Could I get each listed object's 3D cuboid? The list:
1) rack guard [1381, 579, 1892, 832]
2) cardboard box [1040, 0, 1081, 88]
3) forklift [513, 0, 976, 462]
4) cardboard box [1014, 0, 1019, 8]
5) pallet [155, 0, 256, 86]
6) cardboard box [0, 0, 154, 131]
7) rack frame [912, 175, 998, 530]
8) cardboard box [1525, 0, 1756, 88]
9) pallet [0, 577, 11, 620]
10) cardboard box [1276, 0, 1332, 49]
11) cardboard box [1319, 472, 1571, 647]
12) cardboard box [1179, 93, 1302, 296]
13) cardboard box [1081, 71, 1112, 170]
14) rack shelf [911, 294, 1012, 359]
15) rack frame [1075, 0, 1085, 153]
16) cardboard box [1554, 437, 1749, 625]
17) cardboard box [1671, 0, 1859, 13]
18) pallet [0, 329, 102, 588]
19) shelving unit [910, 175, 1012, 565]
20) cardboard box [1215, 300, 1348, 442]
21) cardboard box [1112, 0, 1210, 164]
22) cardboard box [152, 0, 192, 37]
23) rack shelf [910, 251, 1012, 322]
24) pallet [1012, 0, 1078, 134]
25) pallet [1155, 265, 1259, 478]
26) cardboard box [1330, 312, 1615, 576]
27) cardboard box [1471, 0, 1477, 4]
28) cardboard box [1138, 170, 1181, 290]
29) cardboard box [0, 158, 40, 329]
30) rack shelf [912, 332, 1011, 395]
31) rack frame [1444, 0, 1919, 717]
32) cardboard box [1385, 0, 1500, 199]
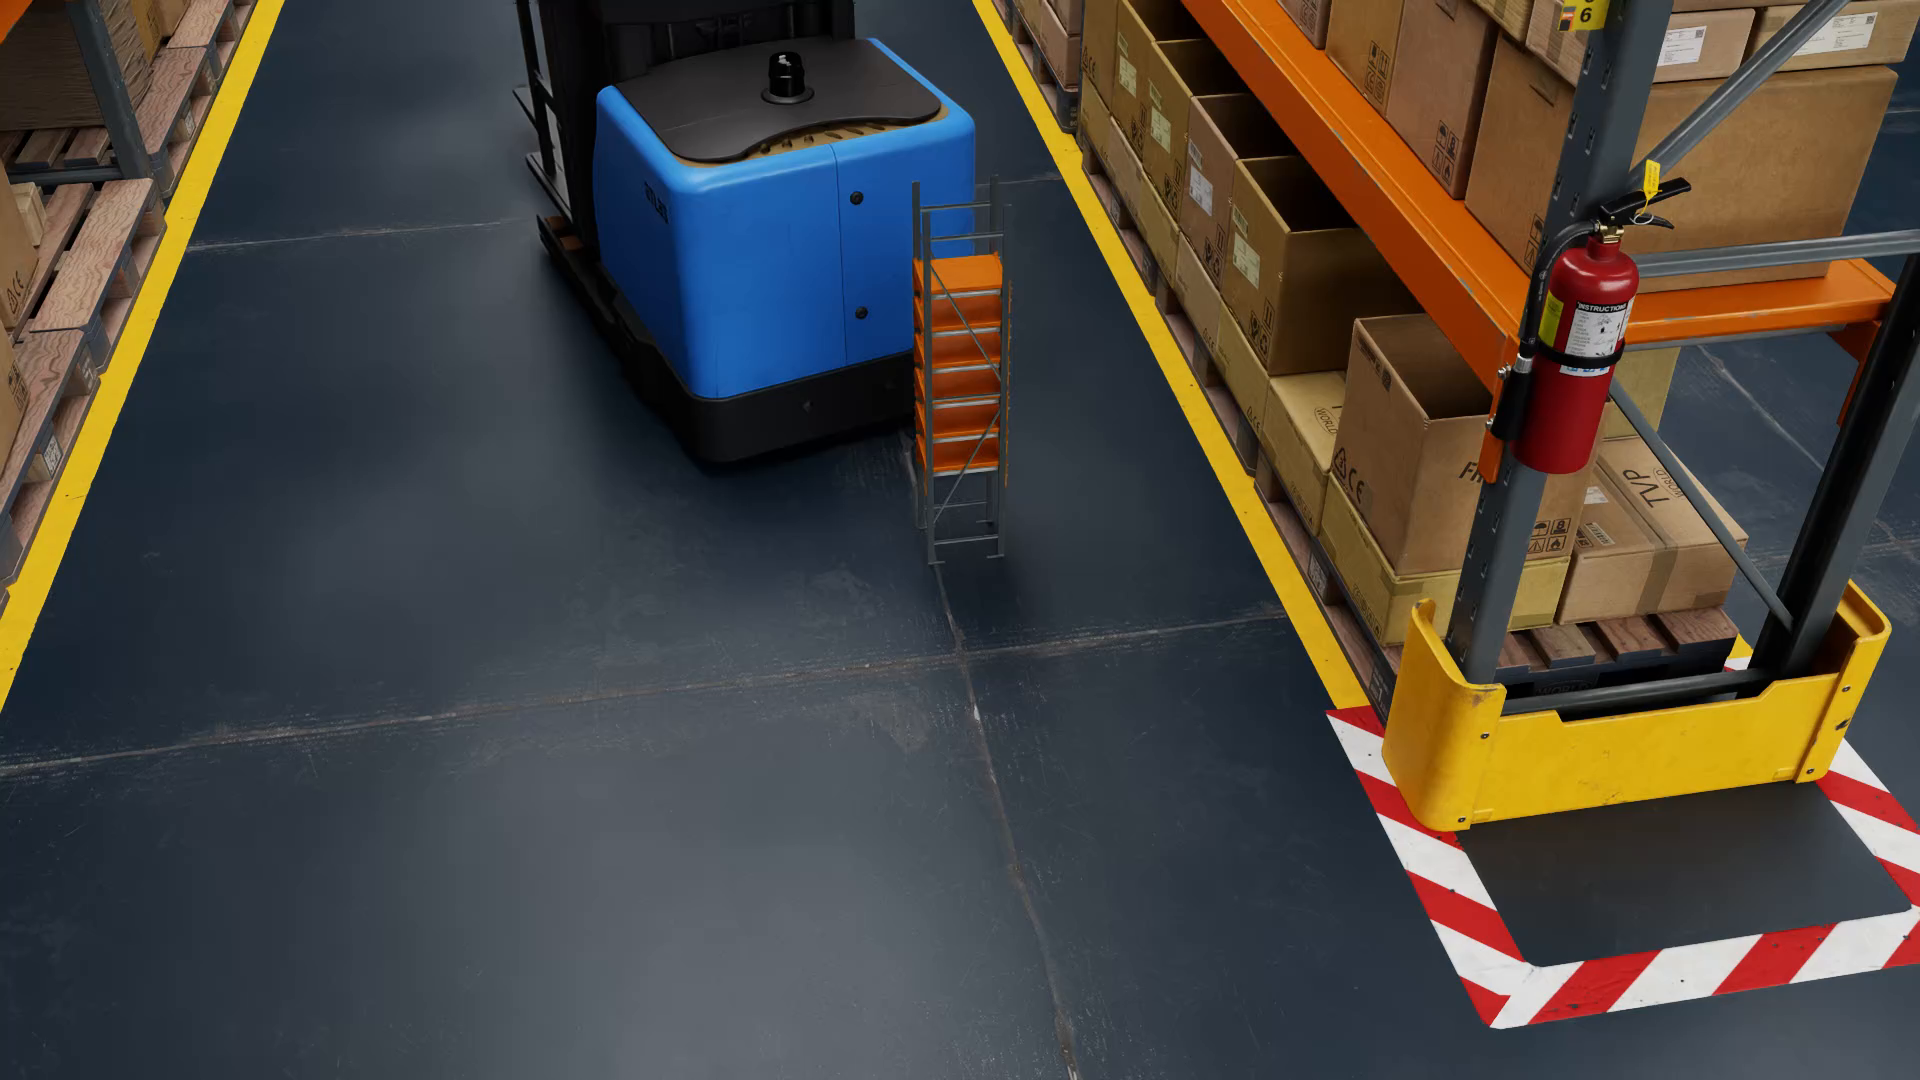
[{"bbox_3d":[1.736,0.394,4.336,1.175,0.500,0.348,-6,38,-8],"label":"rack guard"},{"bbox_3d":[0.673,-2.323,7.694,0.500,0.250,0.500,-7,38,-8],"label":"cardboard box"},{"bbox_3d":[-1.046,-2.307,5.830,1.130,2.935,3.031,-17,41,-21],"label":"forklift"},{"bbox_3d":[0.496,-2.938,8.486,0.500,0.250,0.500,-5,38,-7],"label":"cardboard box"},{"bbox_3d":[-4.201,-2.596,8.420,1.003,0.211,1.213,-6,38,-8],"label":"pallet"},{"bbox_3d":[-3.991,-2.118,7.211,0.700,0.500,0.500,-5,38,-6],"label":"cardboard box"},{"bbox_3d":[-0.014,-0.520,4.942,0.240,1.200,0.006,-6,38,-8],"label":"rack frame"},{"bbox_3d":[1.477,-1.114,3.629,0.380,0.149,0.250,-7,38,-9],"label":"cardboard box"},{"bbox_3d":[-3.265,0.488,4.450,1.003,0.211,1.213,-6,38,-8],"label":"pallet"},{"bbox_3d":[1.389,-1.866,5.125,0.700,0.500,0.500,-5,38,-7],"label":"cardboard box"},{"bbox_3d":[1.347,0.020,4.678,0.500,0.250,0.500,-6,38,-8],"label":"cardboard box"},{"bbox_3d":[1.069,-1.181,5.612,0.500,0.500,0.500,-6,38,-8],"label":"cardboard box"},{"bbox_3d":[0.814,-1.791,7.010,0.500,0.250,0.500,-6,38,-8],"label":"cardboard box"},{"bbox_3d":[0.003,-0.620,4.751,0.258,0.103,0.180,-6,38,-8],"label":"rack shelf"},{"bbox_3d":[1.031,-3.024,6.697,1.000,3.000,0.127,-6,38,-8],"label":"rack frame"},{"bbox_3d":[1.857,-0.036,4.750,0.500,0.250,0.500,-6,38,-8],"label":"cardboard box"},{"bbox_3d":[1.653,-1.475,3.565,0.700,0.500,0.500,-6,38,-8],"label":"cardboard box"},{"bbox_3d":[-3.476,-0.247,5.396,1.003,0.211,1.213,-6,38,-8],"label":"pallet"},{"bbox_3d":[0.003,-0.465,4.871,0.258,1.200,0.189,-6,38,-8],"label":"shelving unit"},{"bbox_3d":[1.158,-0.583,5.454,0.500,0.250,0.500,-6,38,-8],"label":"cardboard box"},{"bbox_3d":[0.899,-1.785,6.391,0.500,0.500,0.500,-6,38,-8],"label":"cardboard box"},{"bbox_3d":[-4.181,-2.738,8.008,0.700,0.500,0.500,-6,38,-7],"label":"cardboard box"},{"bbox_3d":[0.003,-0.714,4.677,0.258,0.103,0.180,-6,38,-8],"label":"rack shelf"},{"bbox_3d":[0.863,-2.364,8.120,1.003,0.211,1.213,-6,38,-8],"label":"pallet"},{"bbox_3d":[1.346,-0.700,5.978,1.003,0.211,1.213,-6,38,-8],"label":"pallet"},{"bbox_3d":[1.345,-0.276,4.448,0.500,0.500,0.500,-6,38,-8],"label":"cardboard box"},{"bbox_3d":[1.385,-1.426,4.031,0.380,0.149,0.250,-7,38,-9],"label":"cardboard box"},{"bbox_3d":[0.979,-1.186,6.231,0.500,0.250,0.500,-6,38,-8],"label":"cardboard box"},{"bbox_3d":[-3.624,-1.053,5.839,0.500,0.500,0.500,-9,39,-11],"label":"cardboard box"},{"bbox_3d":[0.003,-0.525,4.824,0.258,0.103,0.180,-6,38,-8],"label":"rack shelf"},{"bbox_3d":[1.732,-0.608,3.588,1.000,3.000,0.127,-6,38,-8],"label":"rack frame"},{"bbox_3d":[1.566,-1.247,4.329,0.700,0.500,0.500,-5,38,-7],"label":"cardboard box"}]
